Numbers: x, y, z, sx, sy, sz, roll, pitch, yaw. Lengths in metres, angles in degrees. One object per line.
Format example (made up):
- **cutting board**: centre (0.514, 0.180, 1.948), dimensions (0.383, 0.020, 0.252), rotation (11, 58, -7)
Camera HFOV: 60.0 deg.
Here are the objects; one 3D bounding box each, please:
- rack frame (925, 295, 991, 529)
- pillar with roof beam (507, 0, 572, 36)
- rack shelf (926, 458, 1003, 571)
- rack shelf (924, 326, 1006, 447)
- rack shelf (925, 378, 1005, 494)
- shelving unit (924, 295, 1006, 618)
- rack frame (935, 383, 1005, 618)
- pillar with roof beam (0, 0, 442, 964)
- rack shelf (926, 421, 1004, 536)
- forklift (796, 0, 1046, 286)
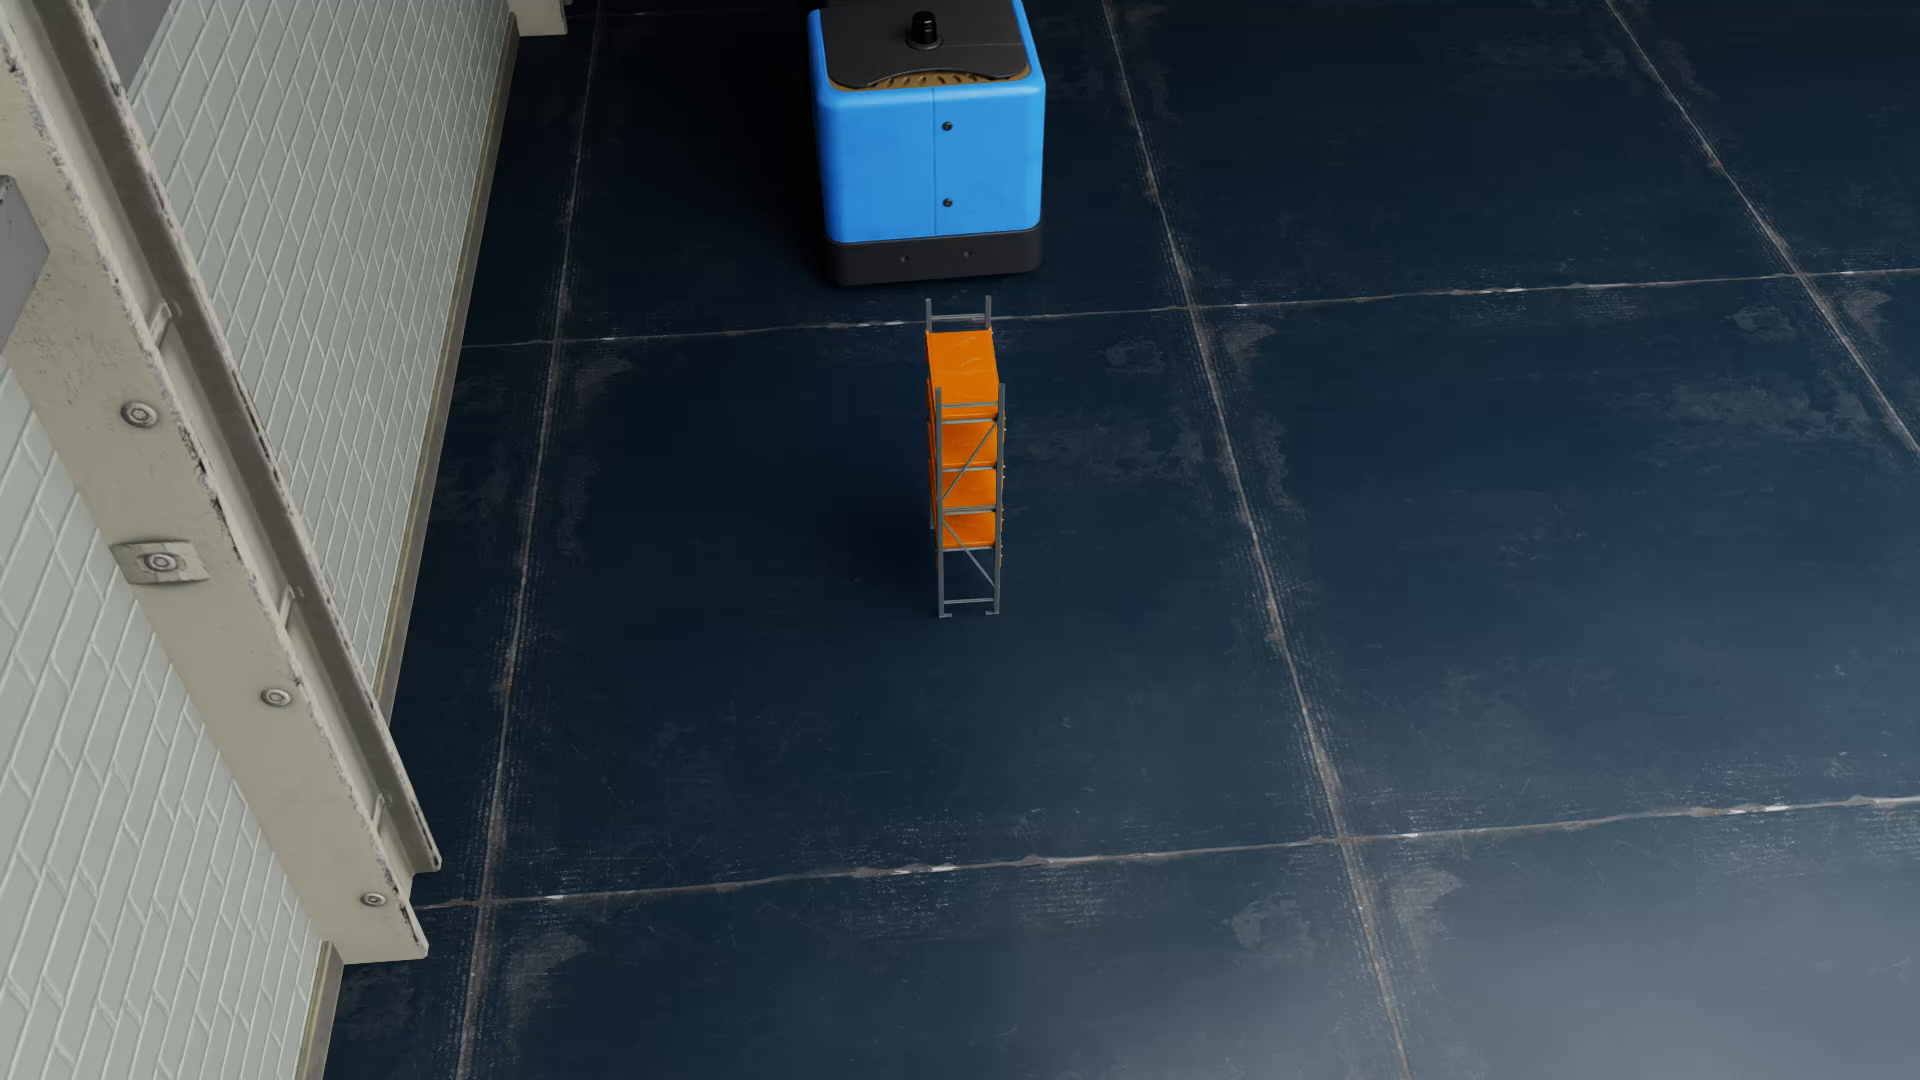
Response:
- **rack frame**: centre (-0.007, -0.469, 6.505), dimensions (0.240, 1.200, 0.015), rotation (-3, 47, -3)
- **pillar with roof beam**: centre (1.833, -6.433, 6.781), dimensions (9.100, 9.000, 0.400), rotation (-3, 47, -3)
- **rack shelf**: centre (0.014, -0.110, 6.530), dimensions (0.258, 0.148, 0.480), rotation (-3, 47, -3)
- **rack shelf**: centre (0.014, -0.563, 6.052), dimensions (0.258, 0.148, 0.480), rotation (-3, 47, -3)
- **rack shelf**: centre (0.014, -0.400, 6.224), dimensions (0.258, 0.148, 0.480), rotation (-3, 47, -3)
- **shelving unit**: centre (0.014, -0.293, 6.337), dimensions (0.258, 1.200, 0.503), rotation (-3, 47, -3)
- **rack frame**: centre (0.034, -0.116, 6.170), dimensions (0.240, 1.200, 0.015), rotation (-3, 47, -3)
- **pillar with roof beam**: centre (2.335, -2.092, 2.670), dimensions (9.100, 9.000, 0.400), rotation (-3, 47, -3)
- **rack shelf**: centre (0.014, -0.247, 6.386), dimensions (0.258, 0.148, 0.480), rotation (-3, 47, -3)
- **forklift**: centre (-0.297, -3.301, 7.994), dimensions (1.130, 2.935, 3.031), rotation (-5, 47, -5)
